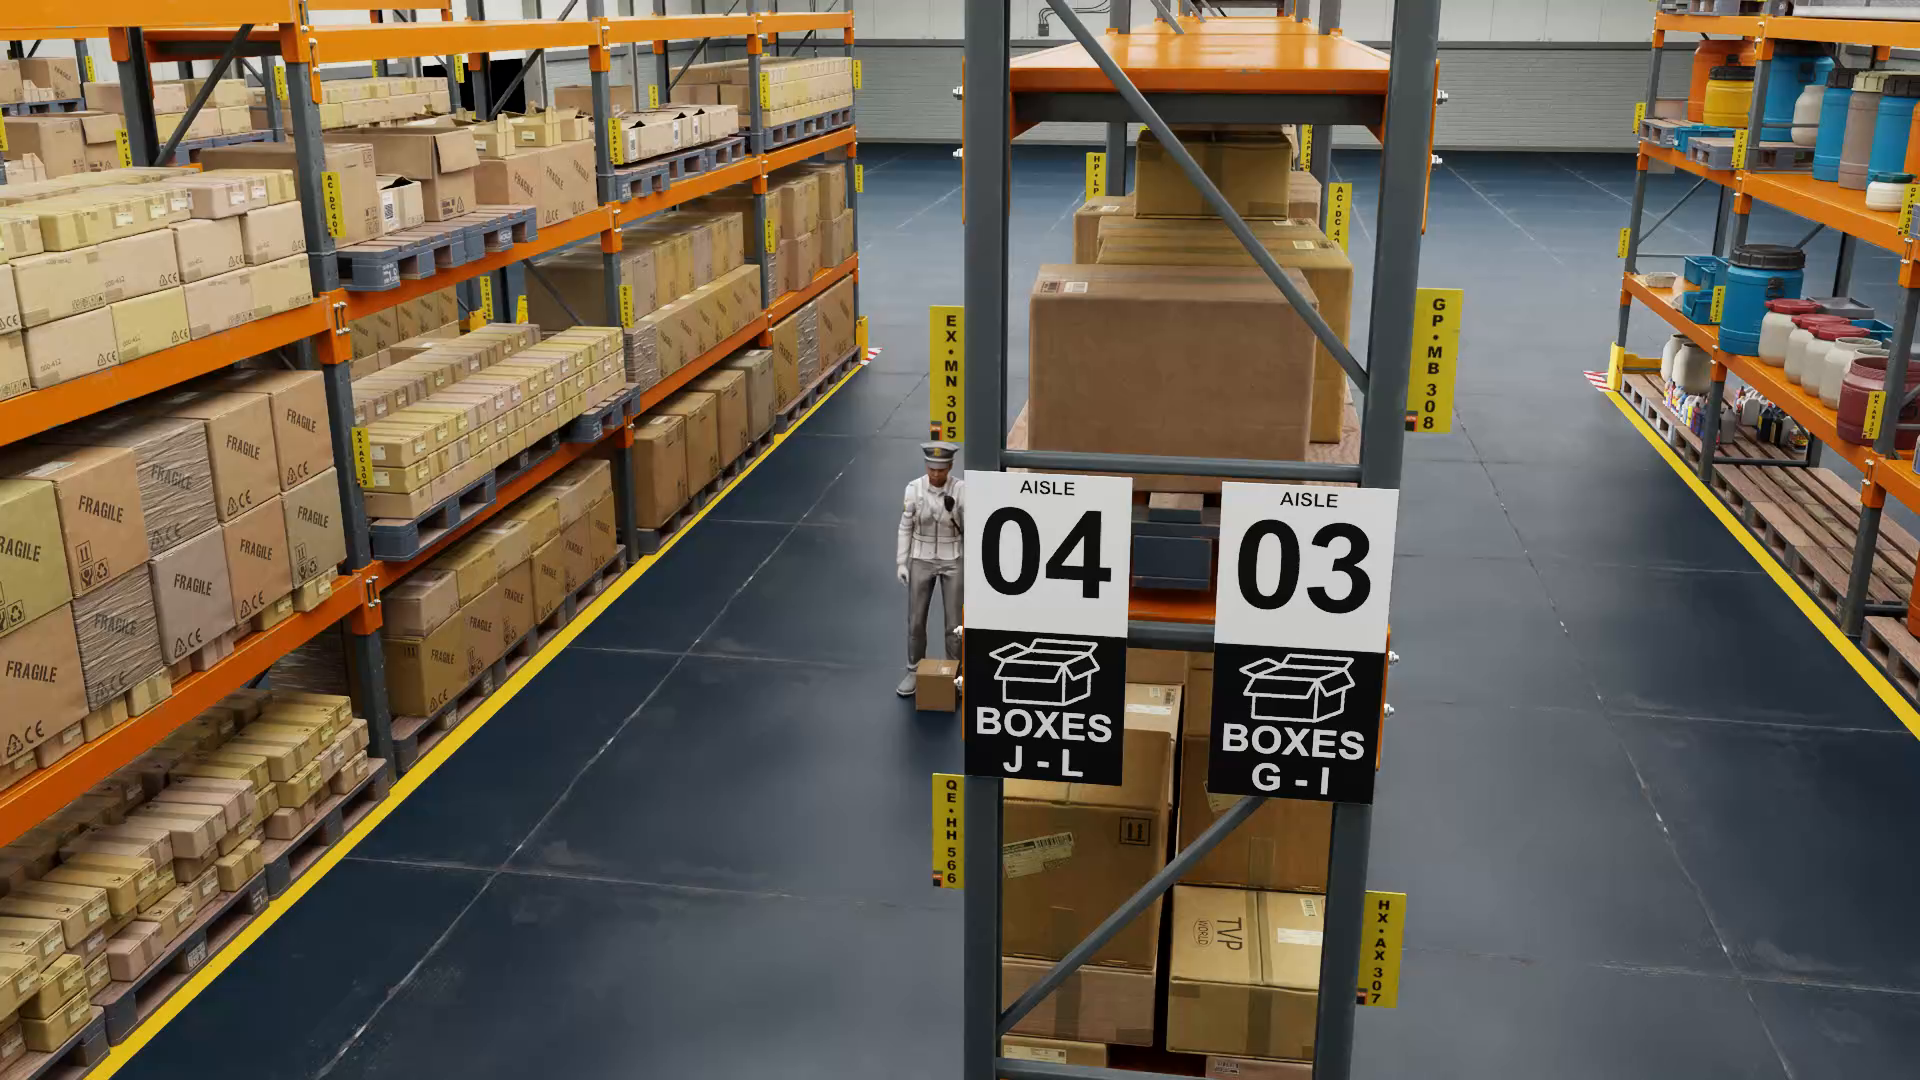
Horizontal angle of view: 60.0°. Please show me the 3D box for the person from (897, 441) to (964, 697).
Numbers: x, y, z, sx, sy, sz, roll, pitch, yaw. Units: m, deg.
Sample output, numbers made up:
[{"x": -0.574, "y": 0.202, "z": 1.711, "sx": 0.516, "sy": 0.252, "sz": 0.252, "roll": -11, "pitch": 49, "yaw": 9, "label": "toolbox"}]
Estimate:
[{"x": -0.137, "y": 0.172, "z": 10.520, "sx": 0.528, "sy": 1.663, "sz": 0.372, "roll": 3, "pitch": 18, "yaw": 8, "label": "person"}]
